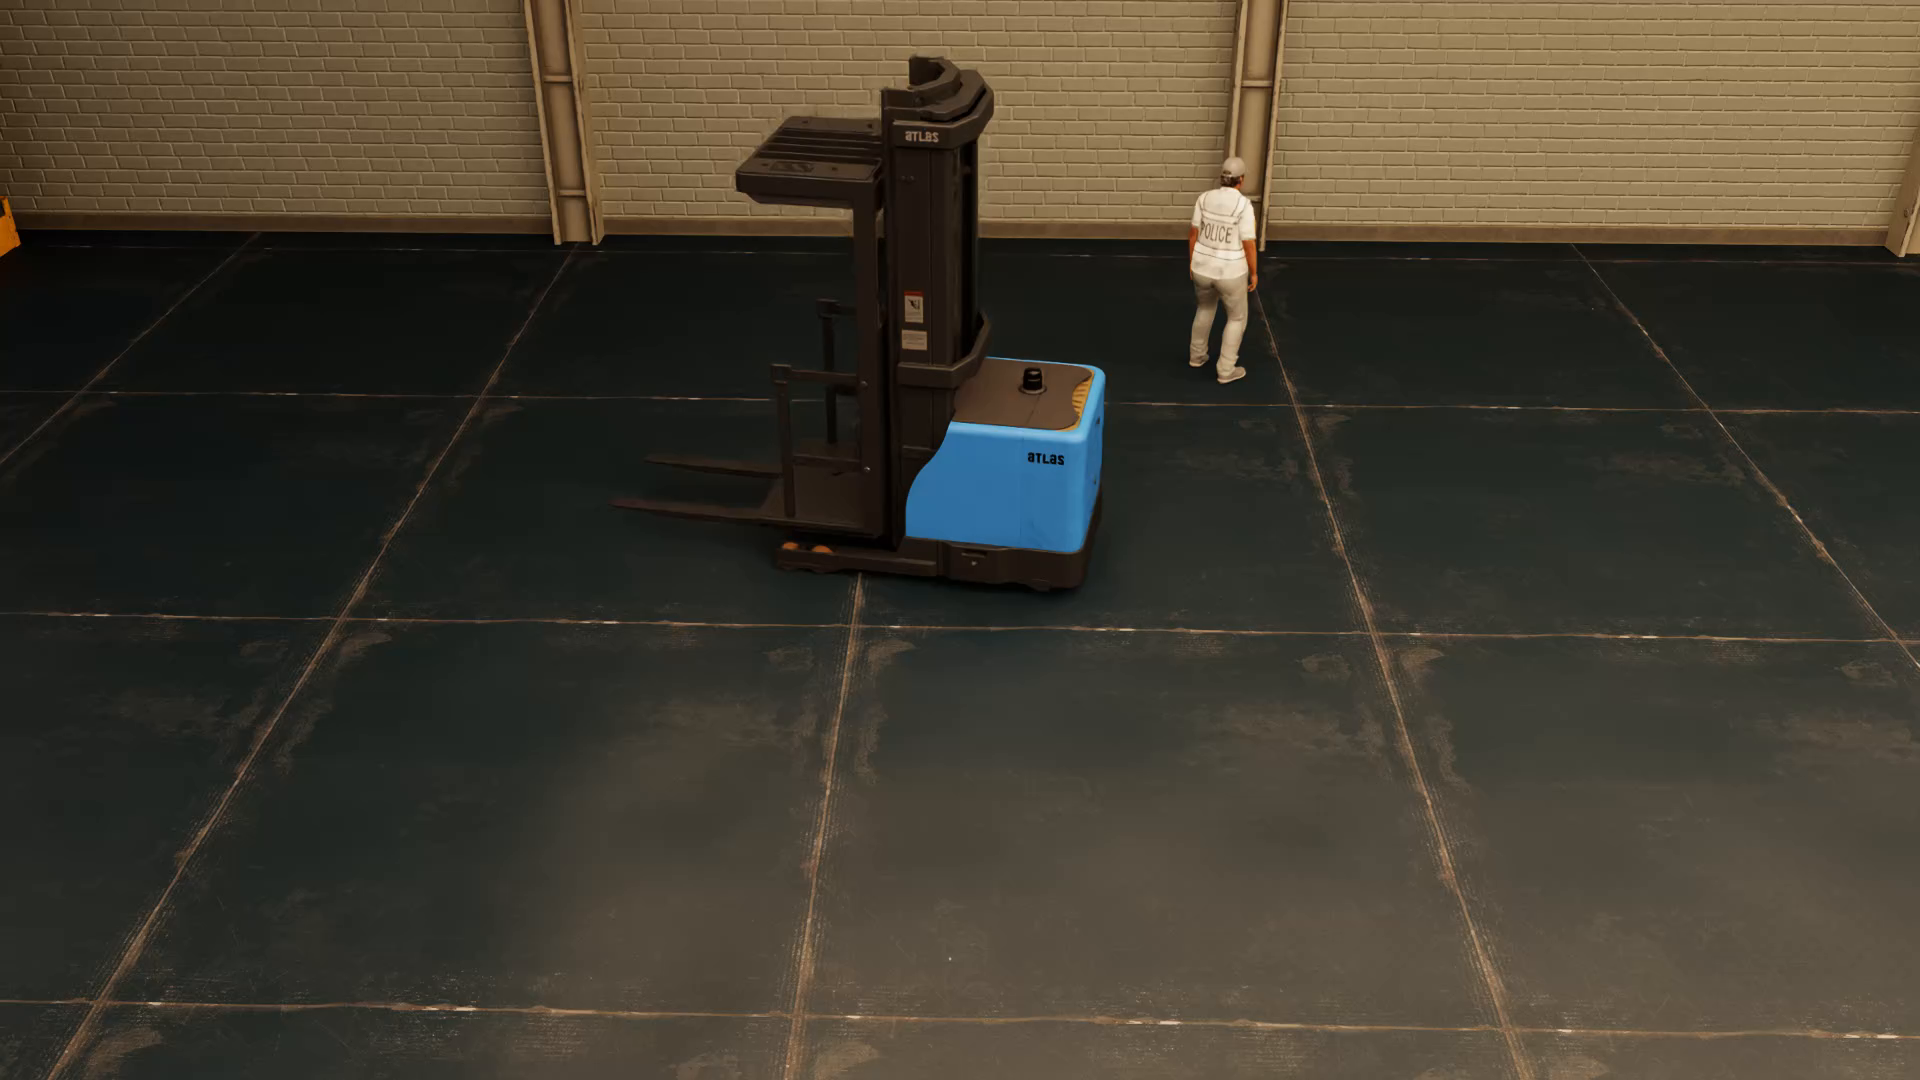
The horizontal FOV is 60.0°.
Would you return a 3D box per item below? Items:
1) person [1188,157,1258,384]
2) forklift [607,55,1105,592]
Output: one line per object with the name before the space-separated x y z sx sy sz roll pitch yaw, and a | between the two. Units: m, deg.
person | 1.945 -1.988 12.258 0.543 1.679 0.457 22 37 33
forklift | -0.668 -1.315 9.845 3.031 2.935 1.130 6 31 10
